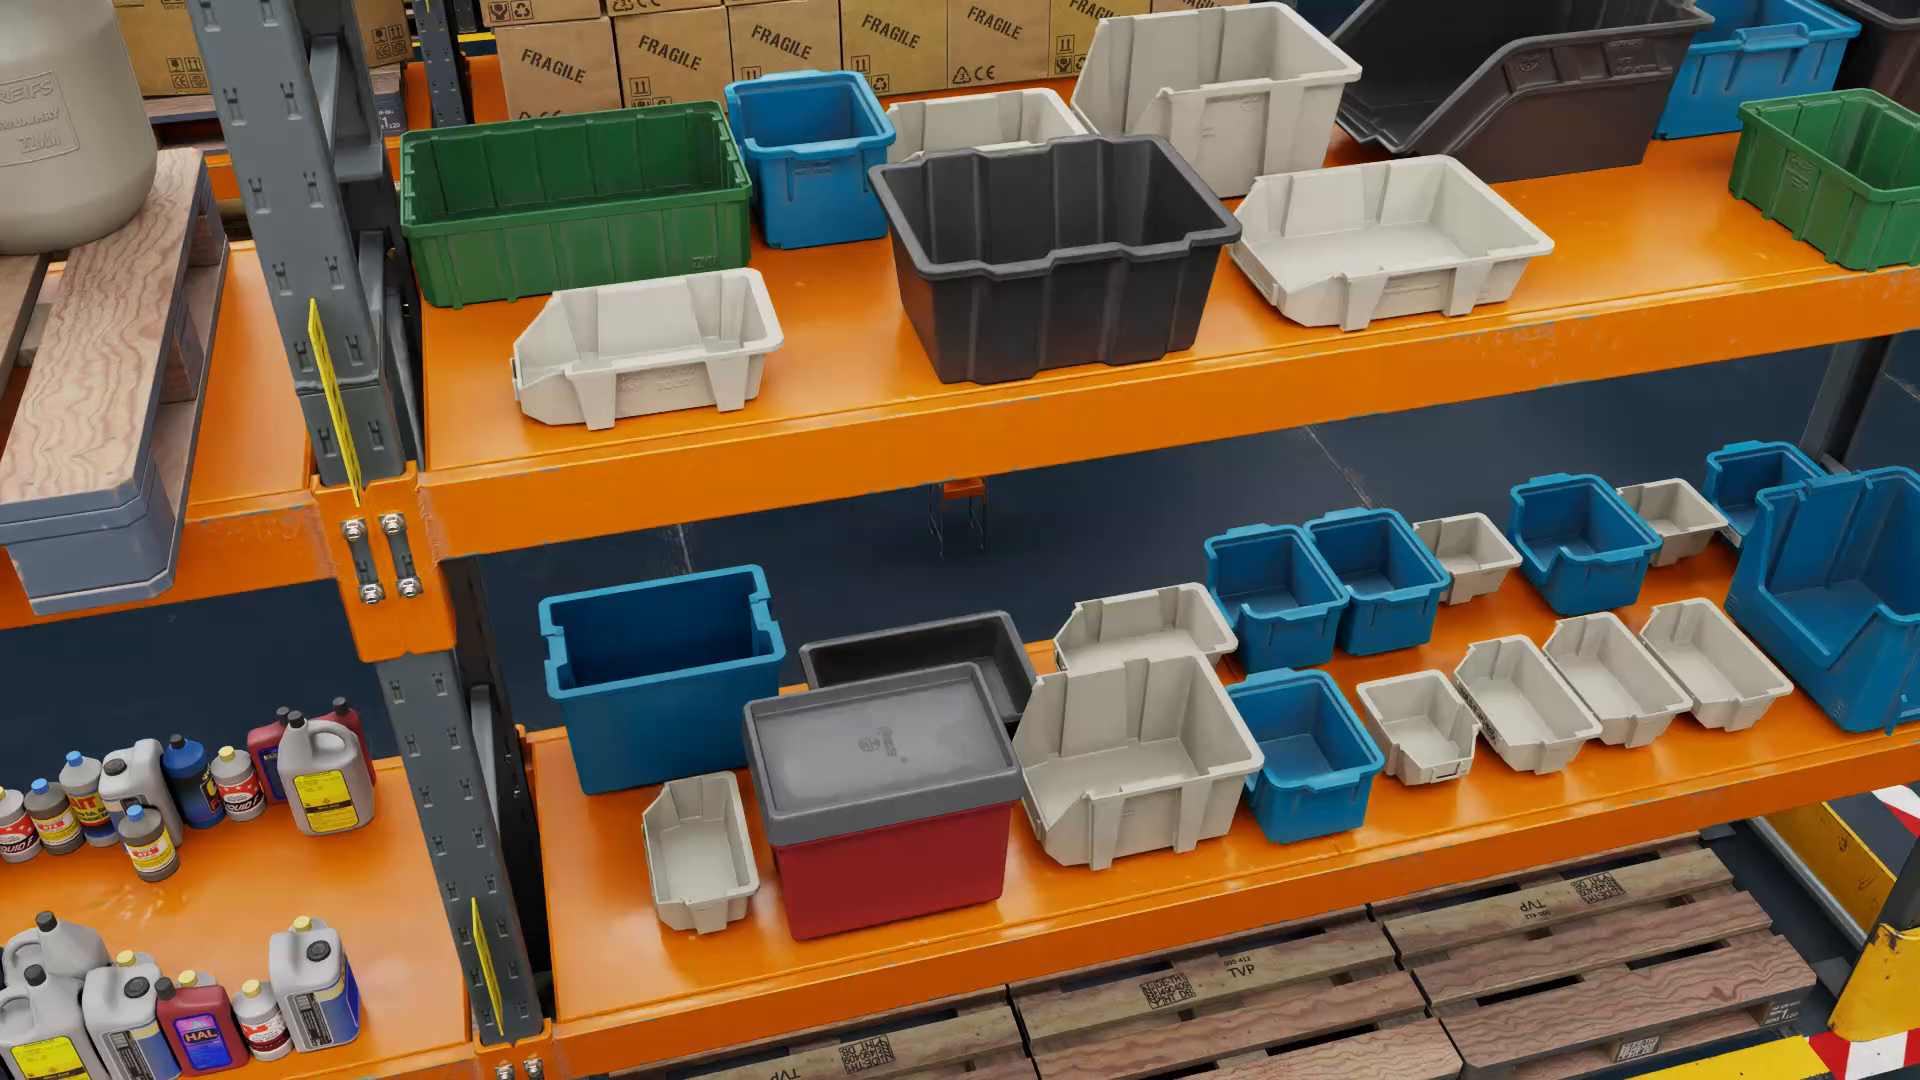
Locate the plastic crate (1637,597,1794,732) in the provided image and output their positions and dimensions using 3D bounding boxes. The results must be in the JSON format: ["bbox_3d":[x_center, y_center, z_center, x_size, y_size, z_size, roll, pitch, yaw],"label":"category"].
[{"bbox_3d":[2.013,0.346,4.497,0.243,0.136,0.396,-9,38,-12],"label":"plastic crate"}]

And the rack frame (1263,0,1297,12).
[{"bbox_3d":[1.465,-2.876,8.541,0.127,3.000,1.000,-9,38,-12],"label":"rack frame"}]

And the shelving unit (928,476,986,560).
[{"bbox_3d":[-0.014,-0.474,6.882,0.189,1.200,0.258,-9,38,-12],"label":"shelving unit"}]

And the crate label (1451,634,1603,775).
[{"bbox_3d":[1.467,0.442,4.371,0.243,0.136,0.396,-9,38,-12],"label":"crate label"}]

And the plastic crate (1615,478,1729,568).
[{"bbox_3d":[2.097,-0.041,5.003,0.298,0.136,0.250,-9,38,-12],"label":"plastic crate"}]

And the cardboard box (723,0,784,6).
[{"bbox_3d":[-0.874,-2.752,7.474,0.500,0.500,0.500,-10,39,-13],"label":"cardboard box"}]

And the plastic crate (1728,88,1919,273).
[{"bbox_3d":[1.875,-0.754,3.472,0.336,0.188,0.450,-9,38,-12],"label":"plastic crate"}]

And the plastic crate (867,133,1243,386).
[{"bbox_3d":[0.162,-0.512,3.089,0.590,0.269,0.497,-9,38,-12],"label":"plastic crate"}]

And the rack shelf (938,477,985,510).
[{"bbox_3d":[-0.014,-0.248,7.055,0.180,0.103,0.258,-9,38,-12],"label":"rack shelf"}]

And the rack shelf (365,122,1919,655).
[{"bbox_3d":[0.822,-0.559,3.635,4.000,0.370,1.077,-9,38,-12],"label":"rack shelf"}]

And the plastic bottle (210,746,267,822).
[{"bbox_3d":[-1.809,0.600,4.160,0.097,0.201,0.097,0,37,0],"label":"plastic bottle"}]

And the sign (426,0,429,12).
[{"bbox_3d":[-2.248,-2.378,6.936,0.005,0.325,0.100,-9,38,-12],"label":"sign"}]

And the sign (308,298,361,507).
[{"bbox_3d":[-0.967,-0.209,2.578,0.005,0.325,0.100,-9,38,-12],"label":"sign"}]

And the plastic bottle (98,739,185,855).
[{"bbox_3d":[-2.008,0.620,4.072,0.135,0.276,0.152,-9,38,-12],"label":"plastic bottle"}]

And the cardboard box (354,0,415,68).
[{"bbox_3d":[-2.912,-2.505,7.629,0.500,0.500,0.700,-23,43,-27],"label":"cardboard box"}]

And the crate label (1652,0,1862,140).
[{"bbox_3d":[1.778,-1.146,3.933,0.502,0.251,0.408,-9,38,-12],"label":"crate label"}]

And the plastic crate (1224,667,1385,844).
[{"bbox_3d":[0.837,0.548,4.153,0.300,0.233,0.416,-9,38,-12],"label":"plastic crate"}]

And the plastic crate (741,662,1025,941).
[{"bbox_3d":[-0.181,0.620,3.869,0.583,0.464,0.402,-9,38,-12],"label":"plastic crate"}]

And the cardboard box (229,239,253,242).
[{"bbox_3d":[-3.278,-1.105,7.921,0.500,0.500,0.500,-9,38,-12],"label":"cardboard box"}]

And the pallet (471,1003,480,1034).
[{"bbox_3d":[-1.865,1.869,4.634,1.213,0.211,1.003,-9,38,-12],"label":"pallet"}]

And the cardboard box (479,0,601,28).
[{"bbox_3d":[-1.868,-2.589,7.261,0.500,0.500,0.500,-8,38,-11],"label":"cardboard box"}]

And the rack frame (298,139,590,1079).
[{"bbox_3d":[-1.109,0.663,3.914,0.127,3.000,1.000,-9,38,-12],"label":"rack frame"}]

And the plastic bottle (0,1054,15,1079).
[{"bbox_3d":[-2.089,1.050,3.450,0.185,0.351,0.144,-9,38,-12],"label":"plastic bottle"}]

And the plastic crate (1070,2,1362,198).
[{"bbox_3d":[0.533,-0.945,3.645,0.530,0.282,0.437,-9,38,-12],"label":"plastic crate"}]

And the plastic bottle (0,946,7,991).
[{"bbox_3d":[-2.127,0.965,3.560,0.185,0.351,0.144,-9,38,-12],"label":"plastic bottle"}]

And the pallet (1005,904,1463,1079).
[{"bbox_3d":[0.771,1.436,5.199,1.213,0.211,1.003,-9,38,-12],"label":"pallet"}]

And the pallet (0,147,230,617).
[{"bbox_3d":[-1.840,-0.272,2.823,1.003,0.211,1.213,-9,38,-12],"label":"pallet"}]

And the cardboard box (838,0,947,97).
[{"bbox_3d":[-0.366,-2.446,7.896,0.500,0.500,0.500,-10,39,-13],"label":"cardboard box"}]

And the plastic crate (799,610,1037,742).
[{"bbox_3d":[-0.098,0.414,4.417,0.590,0.125,0.437,-9,38,-12],"label":"plastic crate"}]

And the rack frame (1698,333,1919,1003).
[{"bbox_3d":[2.753,0.030,4.742,0.127,3.000,1.000,-9,38,-12],"label":"rack frame"}]

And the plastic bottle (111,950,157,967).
[{"bbox_3d":[-1.808,0.982,3.661,0.097,0.201,0.097,0,37,0],"label":"plastic bottle"}]

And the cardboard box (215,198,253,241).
[{"bbox_3d":[-3.439,-1.400,8.307,0.500,0.500,0.500,-9,38,-11],"label":"cardboard box"}]

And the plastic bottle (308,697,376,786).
[{"bbox_3d":[-1.574,0.517,4.201,0.133,0.283,0.061,-9,38,-12],"label":"plastic bottle"}]

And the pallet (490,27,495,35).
[{"bbox_3d":[-2.937,-4.115,12.455,1.213,0.211,1.003,-9,38,-12],"label":"pallet"}]

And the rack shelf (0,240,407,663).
[{"bbox_3d":[-3.040,0.074,2.807,4.000,0.370,1.077,-9,38,-12],"label":"rack shelf"}]

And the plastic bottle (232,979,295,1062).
[{"bbox_3d":[-1.510,1.029,3.600,0.097,0.201,0.097,0,37,0],"label":"plastic bottle"}]

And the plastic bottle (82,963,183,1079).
[{"bbox_3d":[-1.758,1.022,3.547,0.135,0.276,0.152,-9,38,-12],"label":"plastic bottle"}]

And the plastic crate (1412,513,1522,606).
[{"bbox_3d":[1.443,0.066,4.862,0.298,0.136,0.250,-9,38,-12],"label":"plastic crate"}]

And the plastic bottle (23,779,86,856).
[{"bbox_3d":[-2.221,0.668,4.072,0.097,0.201,0.097,0,37,0],"label":"plastic bottle"}]

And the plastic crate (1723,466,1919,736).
[{"bbox_3d":[2.478,0.154,4.501,0.499,0.435,0.616,-9,38,-12],"label":"plastic crate"}]

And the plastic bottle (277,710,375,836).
[{"bbox_3d":[-1.572,0.555,4.096,0.185,0.351,0.144,-9,38,-12],"label":"plastic bottle"}]

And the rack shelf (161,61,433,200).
[{"bbox_3d":[-4.327,-1.640,7.517,4.000,0.370,1.077,-9,38,-12],"label":"rack shelf"}]

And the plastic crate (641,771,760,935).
[{"bbox_3d":[-0.622,0.754,3.963,0.243,0.136,0.396,-9,38,-12],"label":"plastic crate"}]

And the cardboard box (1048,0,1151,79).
[{"bbox_3d":[0.604,-2.601,8.099,0.500,0.500,0.500,-9,38,-12],"label":"cardboard box"}]

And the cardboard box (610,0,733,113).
[{"bbox_3d":[-1.340,-2.286,7.688,0.500,0.500,0.500,-9,38,-11],"label":"cardboard box"}]

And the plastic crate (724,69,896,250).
[{"bbox_3d":[-0.313,-0.793,3.487,0.300,0.233,0.416,-9,38,-12],"label":"plastic crate"}]

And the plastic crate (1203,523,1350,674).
[{"bbox_3d":[0.868,0.174,4.642,0.300,0.233,0.416,-9,38,-12],"label":"plastic crate"}]

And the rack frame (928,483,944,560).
[{"bbox_3d":[-0.102,-0.460,6.863,0.006,1.200,0.240,-9,38,-12],"label":"rack frame"}]

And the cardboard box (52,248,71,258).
[{"bbox_3d":[-4.377,-1.551,7.886,0.500,0.250,0.500,-10,39,-13],"label":"cardboard box"}]

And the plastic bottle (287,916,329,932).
[{"bbox_3d":[-1.455,0.924,3.737,0.097,0.201,0.097,0,37,0],"label":"plastic bottle"}]
